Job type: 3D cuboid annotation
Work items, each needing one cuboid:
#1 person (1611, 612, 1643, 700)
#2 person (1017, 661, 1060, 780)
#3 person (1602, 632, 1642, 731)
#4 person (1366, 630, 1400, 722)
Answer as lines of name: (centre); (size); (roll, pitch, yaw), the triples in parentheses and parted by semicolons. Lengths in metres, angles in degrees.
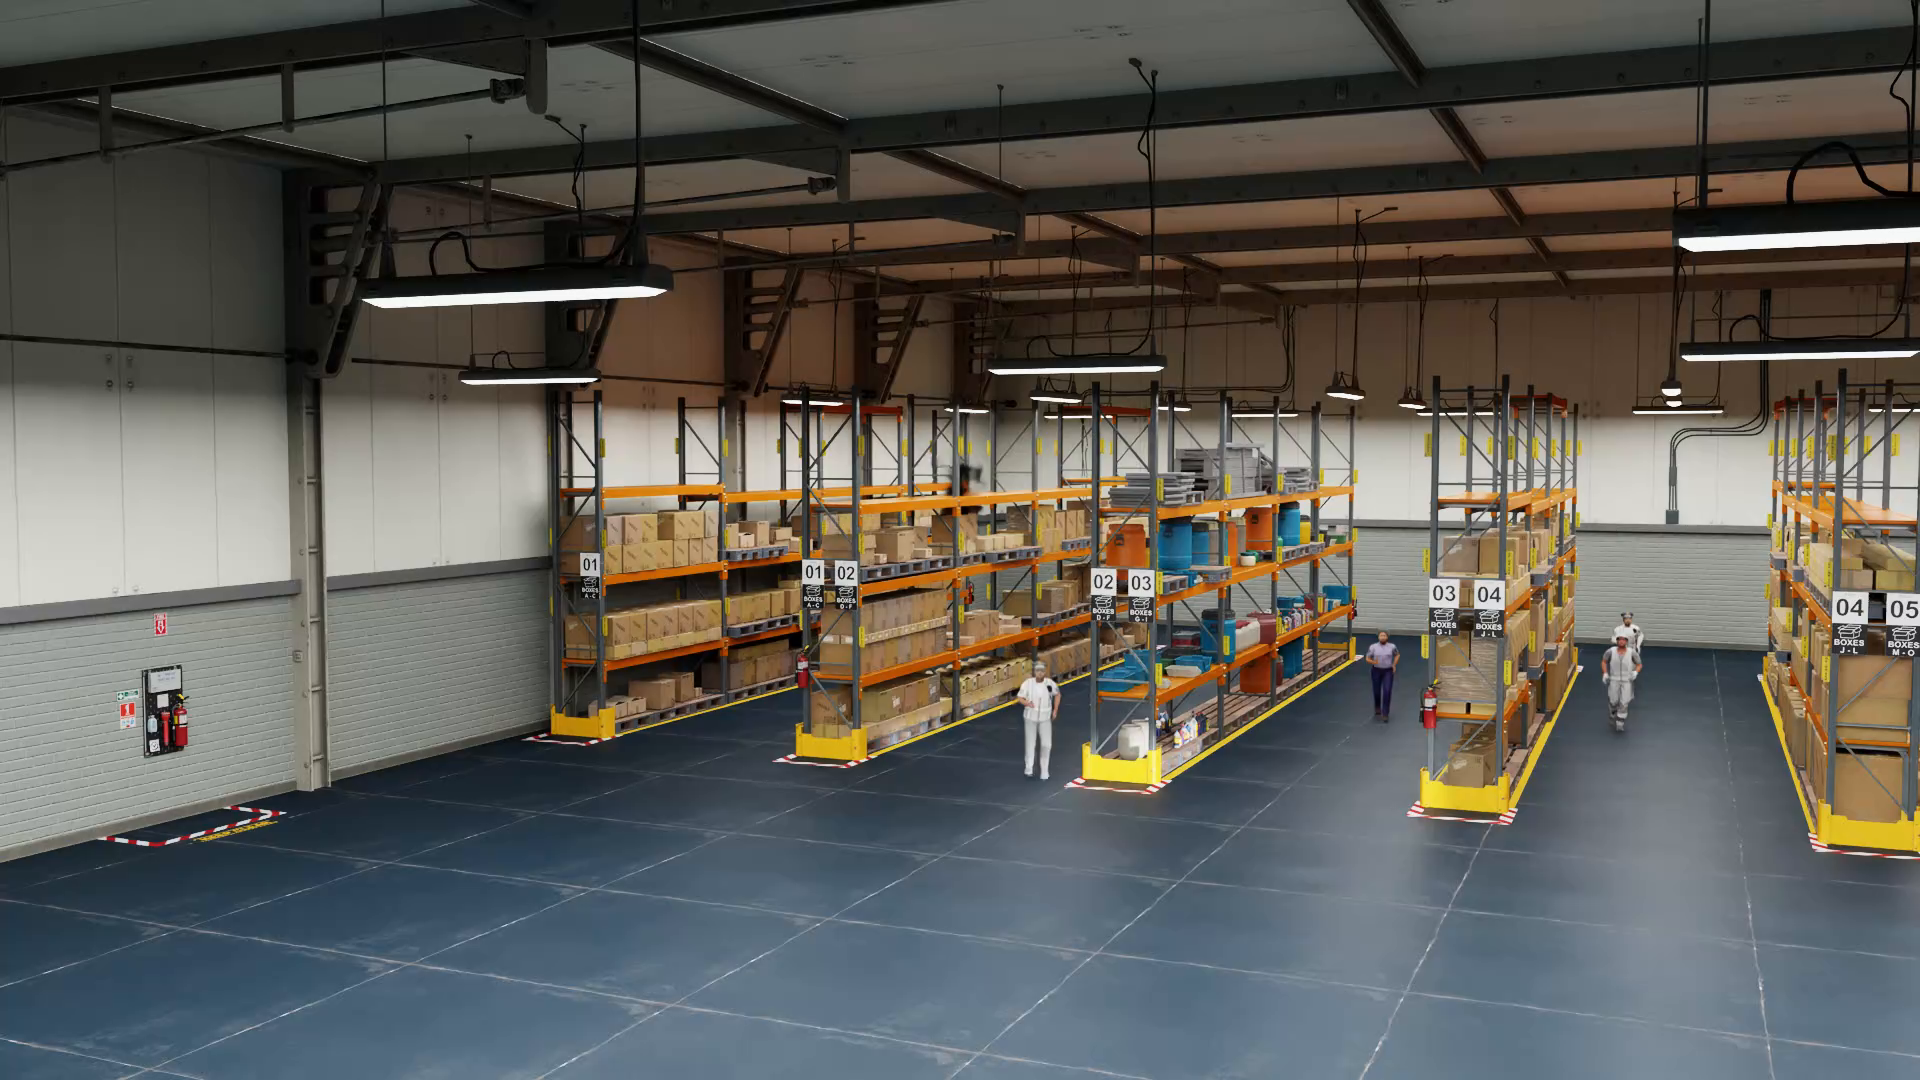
person: (13.438, 2.302, 33.498); (0.603, 1.742, 0.839); (1, 3, 21)
person: (1.201, 2.745, 25.214); (0.672, 1.848, 0.684); (0, 3, 0)
person: (11.688, 2.502, 29.374); (0.668, 1.749, 0.583); (1, 3, 21)
person: (7.761, 2.469, 30.540); (0.612, 1.634, 0.894); (1, 3, 13)
